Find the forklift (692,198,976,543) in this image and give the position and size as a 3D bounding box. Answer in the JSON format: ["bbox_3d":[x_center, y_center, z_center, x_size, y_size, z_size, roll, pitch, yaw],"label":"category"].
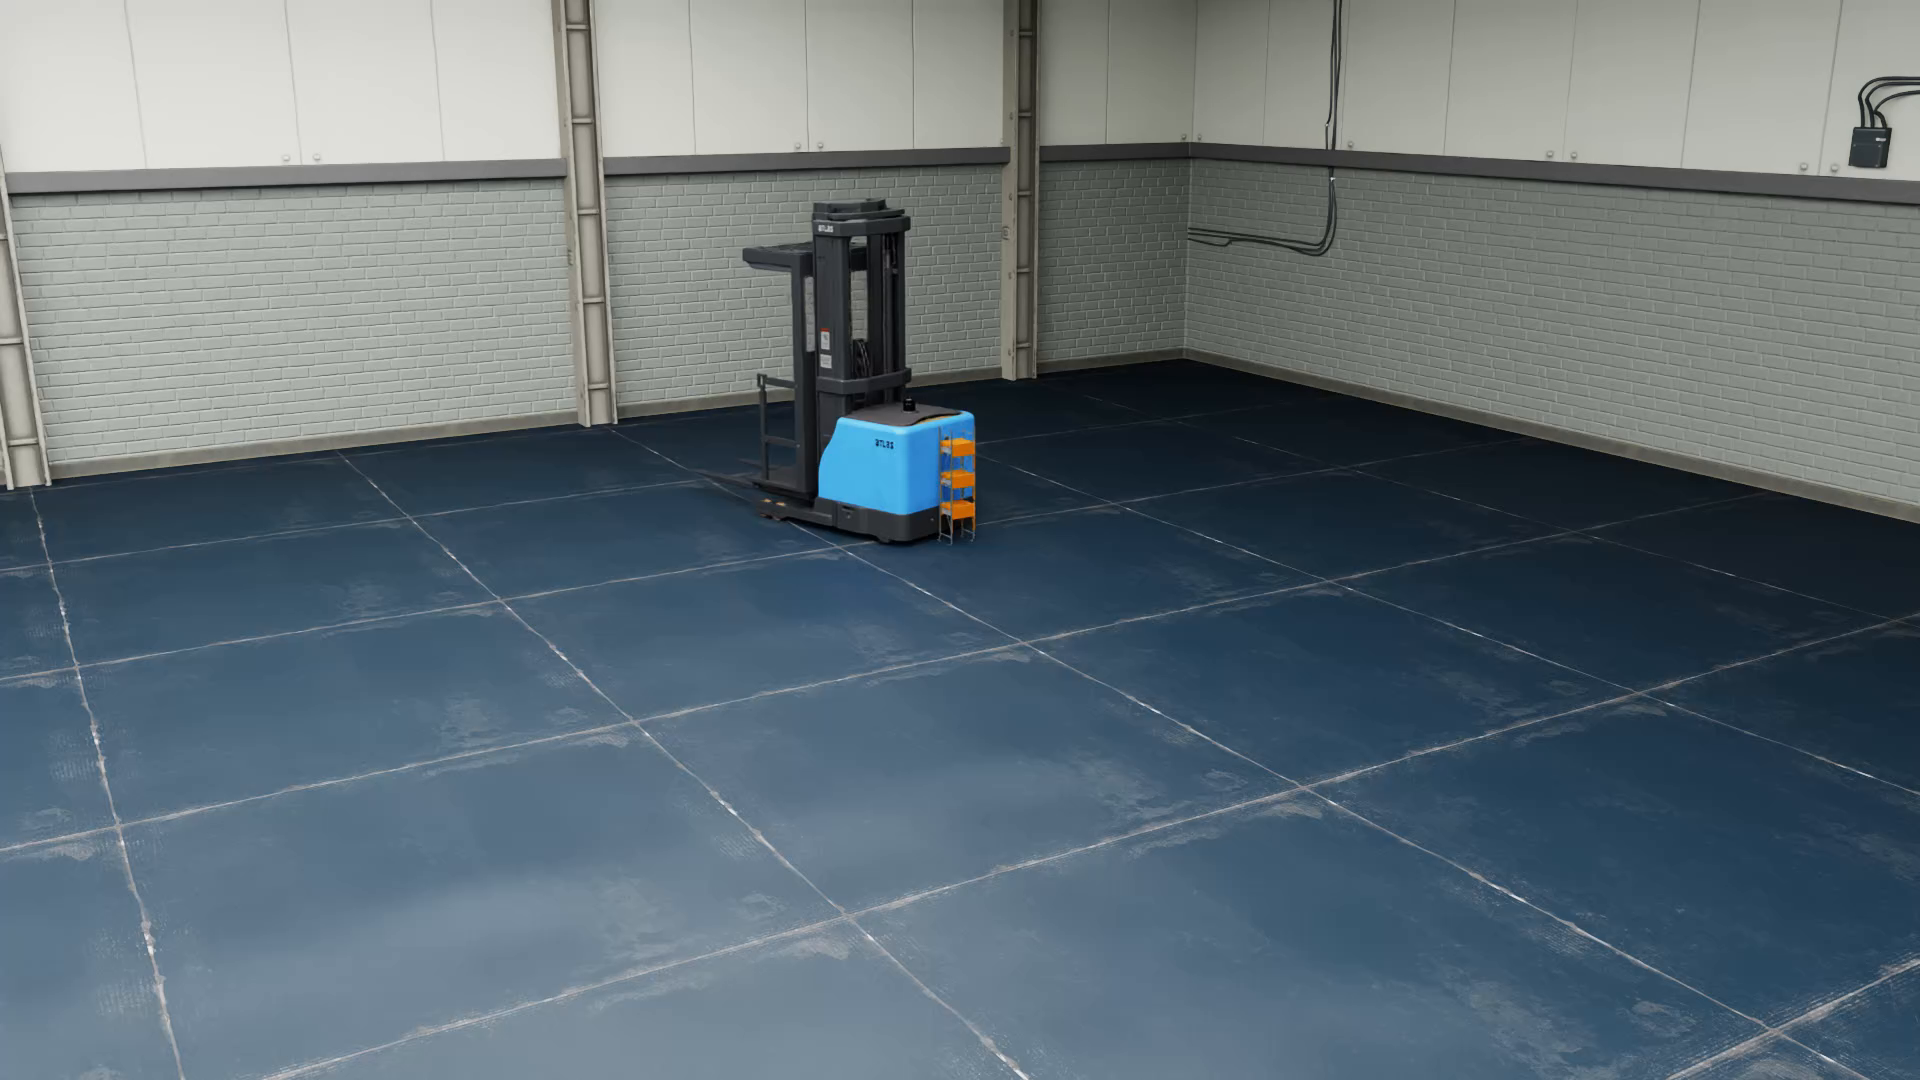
[{"bbox_3d":[-1.303,-1.691,15.511,3.031,2.935,1.130,13,20,39],"label":"forklift"}]

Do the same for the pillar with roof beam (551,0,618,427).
[{"bbox_3d":[-2.118,-4.737,15.138,0.400,9.000,9.100,-9,18,-30],"label":"pillar with roof beam"}]

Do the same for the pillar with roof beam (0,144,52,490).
[{"bbox_3d":[-7.261,-3.903,12.163,0.400,9.000,9.100,-9,18,-30],"label":"pillar with roof beam"}]

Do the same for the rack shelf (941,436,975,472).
[{"bbox_3d":[-0.026,-0.759,14.659,0.240,0.259,0.215,-10,19,-33],"label":"rack shelf"}]

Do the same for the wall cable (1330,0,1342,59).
[{"bbox_3d":[5.408,-6.982,19.541,0.112,2.526,3.097,-9,18,-30],"label":"wall cable"}]

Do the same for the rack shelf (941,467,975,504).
[{"bbox_3d":[-0.026,-0.485,14.735,0.240,0.259,0.215,-10,19,-33],"label":"rack shelf"}]

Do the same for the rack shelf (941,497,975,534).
[{"bbox_3d":[-0.026,-0.218,14.810,0.240,0.259,0.215,-10,19,-33],"label":"rack shelf"}]

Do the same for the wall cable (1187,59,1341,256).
[{"bbox_3d":[4.014,-5.176,22.455,0.112,2.526,3.097,-9,18,-30],"label":"wall cable"}]

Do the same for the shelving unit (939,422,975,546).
[{"bbox_3d":[-0.026,-0.496,14.733,0.252,1.050,0.215,-10,19,-33],"label":"shelving unit"}]

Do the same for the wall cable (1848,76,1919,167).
[{"bbox_3d":[8.890,-6.110,13.734,0.169,6.003,2.305,-9,18,-30],"label":"wall cable"}]

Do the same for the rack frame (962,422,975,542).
[{"bbox_3d":[0.075,-0.514,14.798,0.008,1.050,0.200,-10,19,-33],"label":"rack frame"}]

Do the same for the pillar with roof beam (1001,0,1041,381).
[{"bbox_3d":[3.025,-5.572,18.114,0.400,9.000,9.100,-9,18,-30],"label":"pillar with roof beam"}]

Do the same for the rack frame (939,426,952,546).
[{"bbox_3d":[-0.128,-0.477,14.667,0.008,1.050,0.200,-10,19,-33],"label":"rack frame"}]
